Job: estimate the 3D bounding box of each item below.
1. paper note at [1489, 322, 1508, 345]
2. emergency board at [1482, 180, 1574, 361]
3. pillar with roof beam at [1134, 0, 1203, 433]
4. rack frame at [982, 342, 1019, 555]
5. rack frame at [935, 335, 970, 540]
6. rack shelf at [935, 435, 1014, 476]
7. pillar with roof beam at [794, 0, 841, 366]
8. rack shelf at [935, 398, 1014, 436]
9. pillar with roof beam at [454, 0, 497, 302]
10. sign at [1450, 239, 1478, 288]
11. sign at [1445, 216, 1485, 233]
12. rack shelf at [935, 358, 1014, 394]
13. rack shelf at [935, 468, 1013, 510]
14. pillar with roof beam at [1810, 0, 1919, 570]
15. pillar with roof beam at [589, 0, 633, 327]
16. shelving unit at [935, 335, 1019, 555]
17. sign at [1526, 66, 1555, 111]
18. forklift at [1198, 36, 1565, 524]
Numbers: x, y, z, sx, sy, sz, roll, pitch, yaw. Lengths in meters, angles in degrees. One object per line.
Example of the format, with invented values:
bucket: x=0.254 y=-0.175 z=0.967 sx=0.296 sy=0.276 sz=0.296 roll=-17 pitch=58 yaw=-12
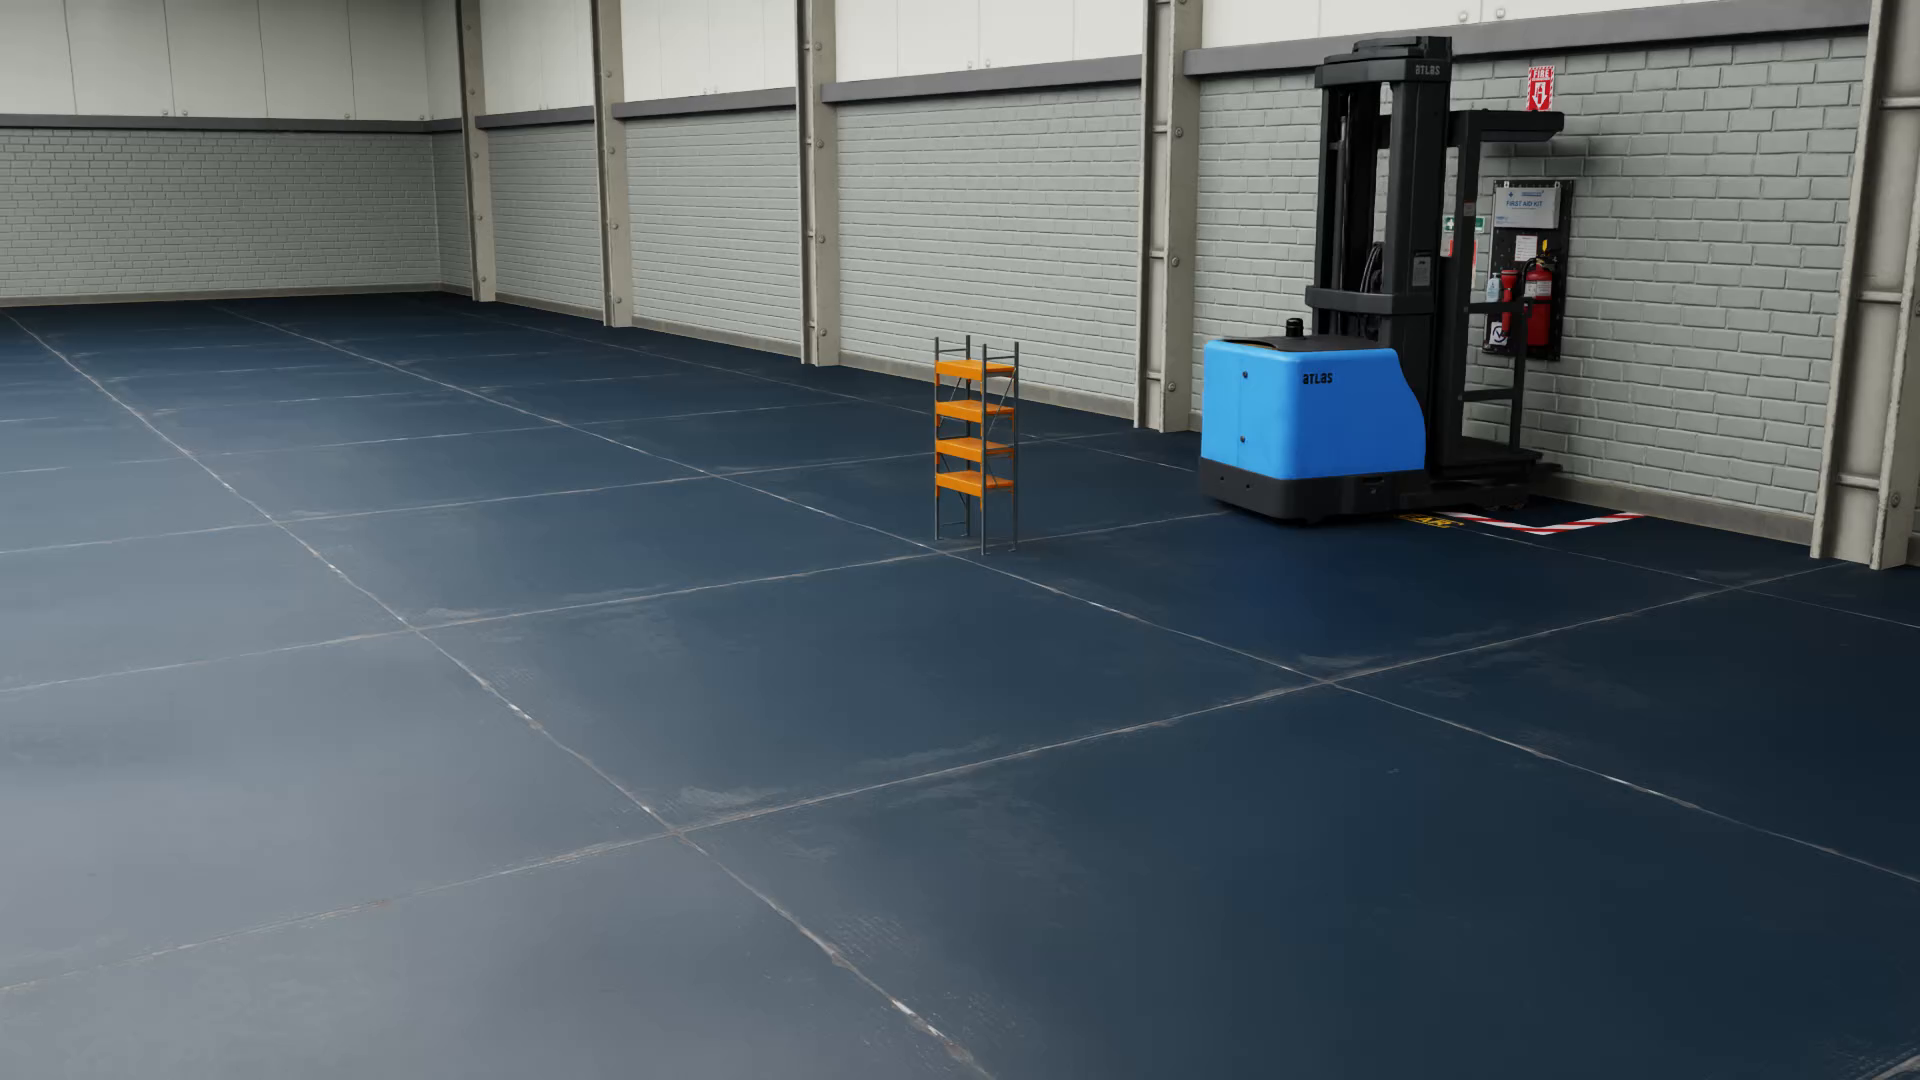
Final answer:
paper note: x=3.675 y=-1.407 z=11.337 sx=0.016 sy=0.148 sz=0.142 roll=-8 pitch=15 yaw=-33
emergency board: x=3.715 y=-1.798 z=11.062 sx=0.194 sy=1.169 sz=0.643 roll=-8 pitch=15 yaw=-33
pillar with roof beam: x=-1.855 y=-4.842 z=10.940 sx=9.100 sy=9.000 sz=0.400 roll=-8 pitch=15 yaw=-33
rack frame: x=0.227 y=-0.513 z=9.401 sx=0.240 sy=1.200 sz=0.015 roll=-8 pitch=15 yaw=-33
rack frame: x=-0.043 y=-0.600 z=9.797 sx=0.240 sy=1.200 sz=0.015 roll=-8 pitch=15 yaw=-33
rack shelf: x=0.092 y=-0.491 z=9.613 sx=0.258 sy=0.148 sz=0.480 roll=-8 pitch=15 yaw=-33
pillar with roof beam: x=-5.180 y=-5.909 z=15.820 sx=9.100 sy=9.000 sz=0.400 roll=-8 pitch=15 yaw=-33
rack shelf: x=0.092 y=-0.710 z=9.566 sx=0.258 sy=0.148 sz=0.480 roll=-8 pitch=15 yaw=-33
pillar with roof beam: x=-11.828 y=-8.043 z=25.579 sx=9.100 sy=9.000 sz=0.400 roll=-8 pitch=15 yaw=-33
sign: x=3.495 y=-1.926 z=11.564 sx=0.001 sy=0.329 sz=0.234 roll=-8 pitch=15 yaw=-33
sign: x=3.490 y=-2.183 z=11.499 sx=0.001 sy=0.109 sz=0.331 roll=-8 pitch=15 yaw=-33
rack shelf: x=0.092 y=-0.941 z=9.515 sx=0.258 sy=0.148 sz=0.480 roll=-8 pitch=15 yaw=-33
rack shelf: x=0.092 y=-0.297 z=9.656 sx=0.258 sy=0.148 sz=0.480 roll=-8 pitch=15 yaw=-33
pillar with roof beam: x=1.469 y=-3.775 z=6.061 sx=9.100 sy=9.000 sz=0.400 roll=-8 pitch=15 yaw=-33
pillar with roof beam: x=-8.504 y=-6.976 z=20.699 sx=9.100 sy=9.000 sz=0.400 roll=-8 pitch=15 yaw=-33
shelving unit: x=0.092 y=-0.557 z=9.599 sx=0.258 sy=1.200 sz=0.503 roll=-8 pitch=15 yaw=-33
sign: x=3.794 y=-2.944 z=10.875 sx=0.001 sy=0.298 sz=0.199 roll=-8 pitch=15 yaw=-33
forklift: x=3.133 y=-1.712 z=10.831 sx=3.031 sy=2.935 sz=1.130 roll=-5 pitch=13 yaw=-22
